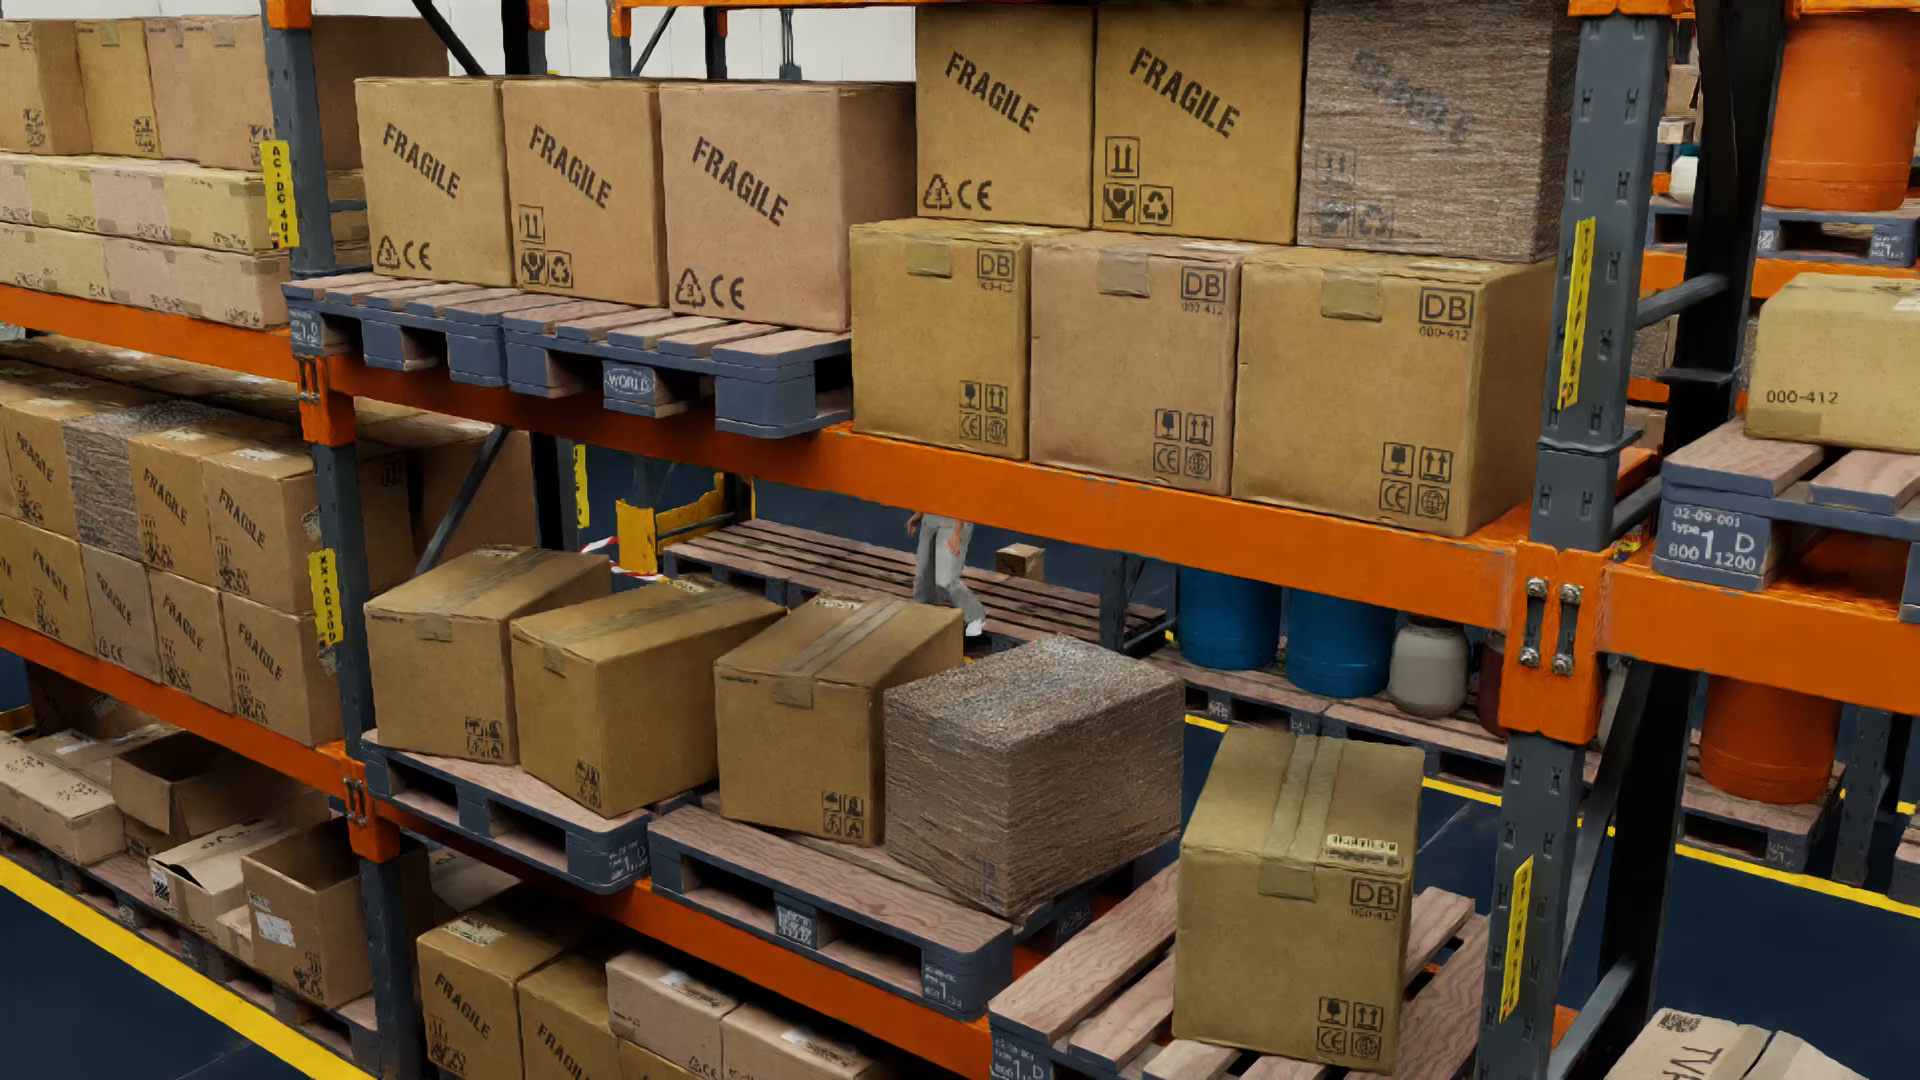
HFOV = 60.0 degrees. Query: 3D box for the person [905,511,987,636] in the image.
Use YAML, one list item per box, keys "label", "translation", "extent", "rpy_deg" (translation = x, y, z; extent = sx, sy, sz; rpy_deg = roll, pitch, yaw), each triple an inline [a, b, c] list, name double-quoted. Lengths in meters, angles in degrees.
- label: "person"
  translation: [-0.137, -0.059, 10.216]
  extent: [0.572, 1.630, 0.567]
  rpy_deg: [-12, 21, -36]
